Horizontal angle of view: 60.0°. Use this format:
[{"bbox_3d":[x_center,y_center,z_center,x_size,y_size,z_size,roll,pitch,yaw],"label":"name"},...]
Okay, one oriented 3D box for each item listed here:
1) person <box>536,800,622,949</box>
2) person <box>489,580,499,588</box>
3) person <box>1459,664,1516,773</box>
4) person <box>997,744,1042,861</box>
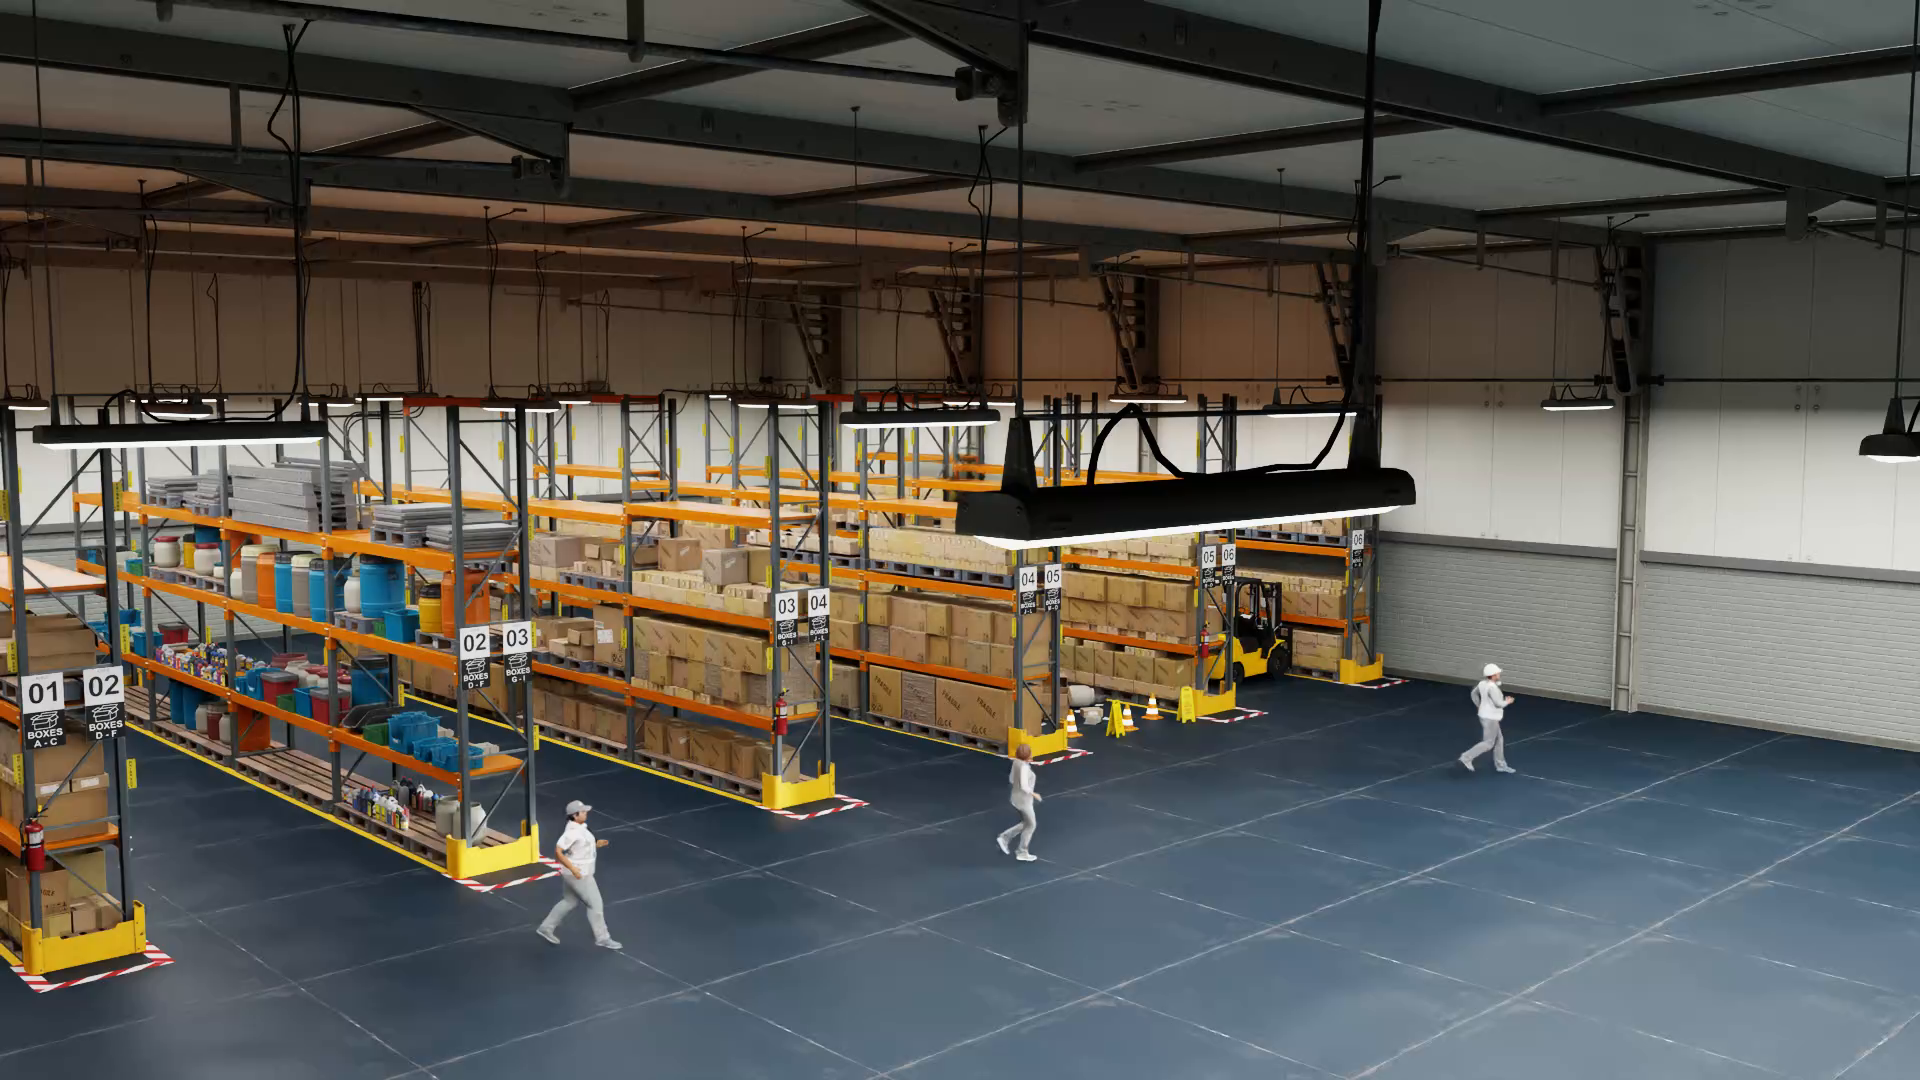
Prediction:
[{"bbox_3d":[-4.215,3.707,18.399,0.888,1.676,0.598,-2,6,-17],"label":"person"},{"bbox_3d":[-10.860,1.758,38.482,0.776,1.771,0.623,-2,6,-16],"label":"person"},{"bbox_3d":[8.457,2.856,26.585,0.931,1.766,0.676,0,6,1],"label":"person"},{"bbox_3d":[0.777,3.449,21.801,0.543,1.567,0.559,-2,6,-15],"label":"person"}]
